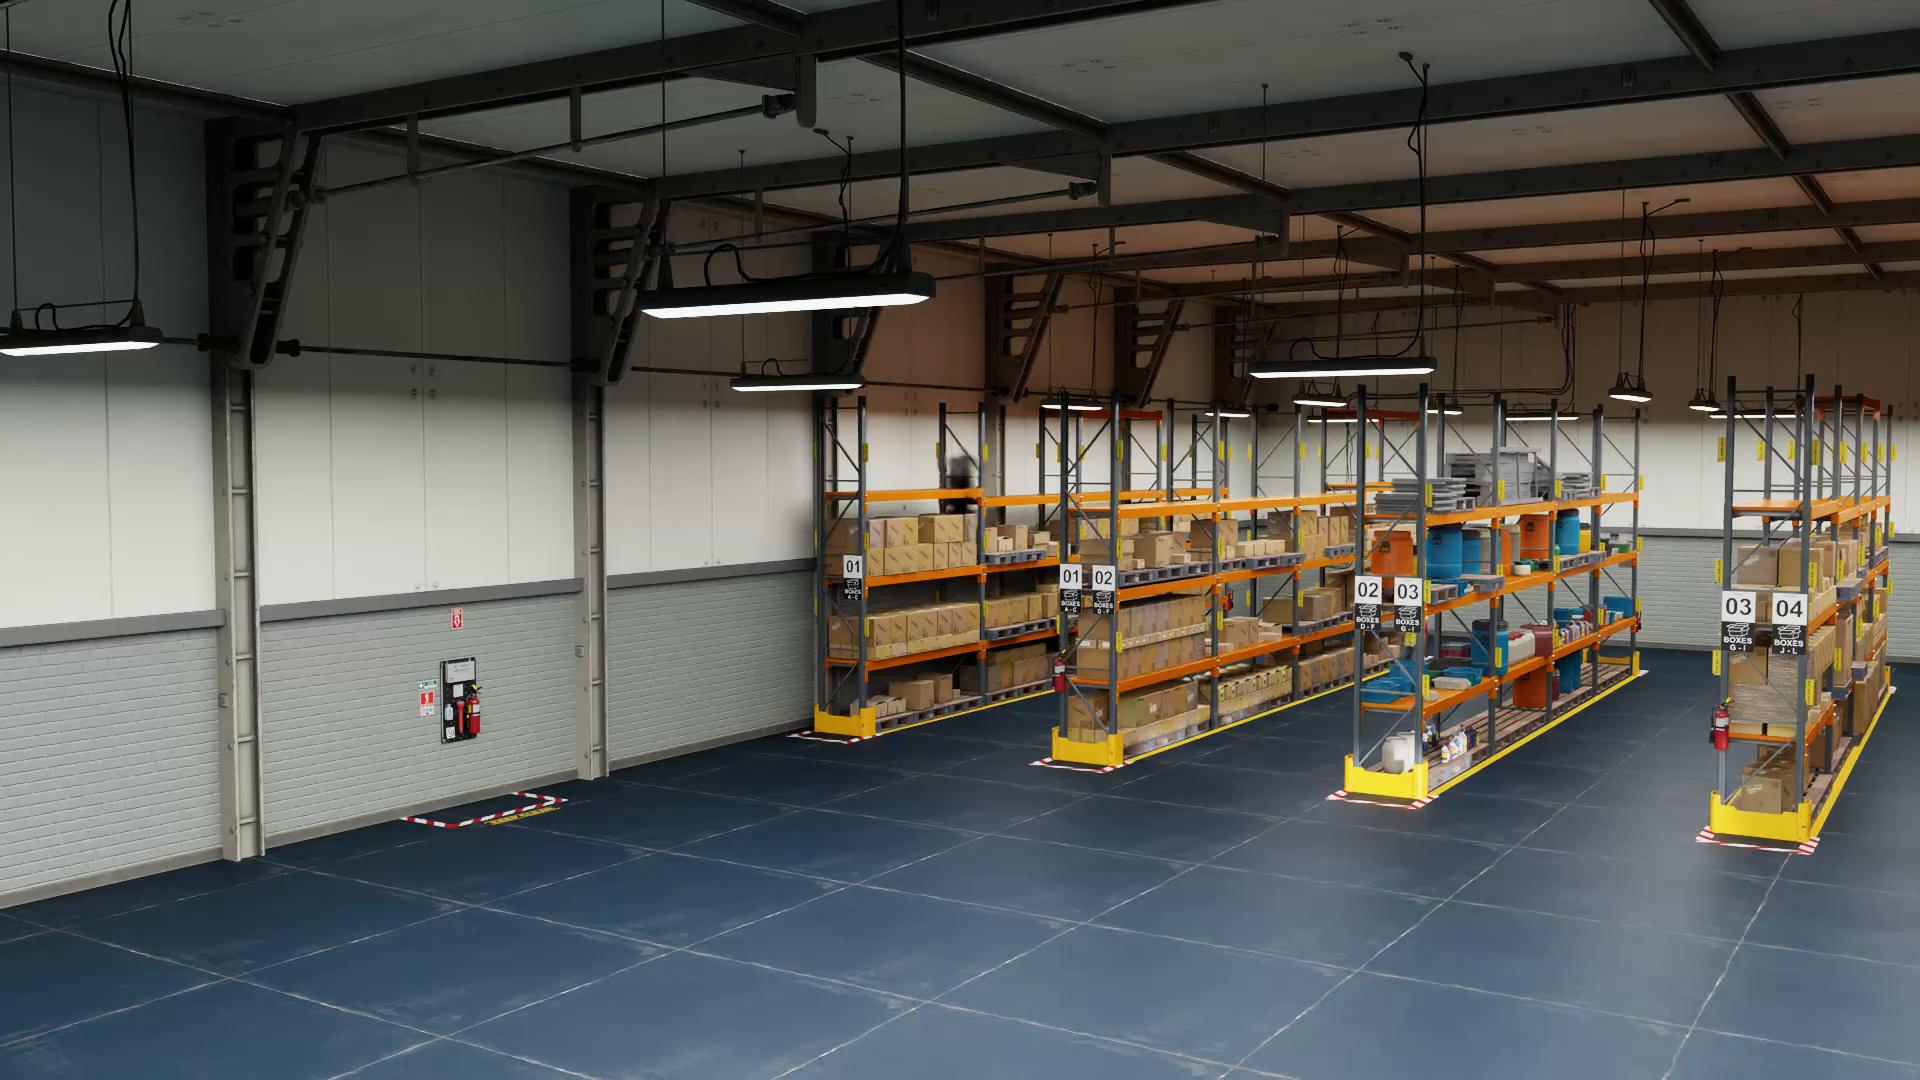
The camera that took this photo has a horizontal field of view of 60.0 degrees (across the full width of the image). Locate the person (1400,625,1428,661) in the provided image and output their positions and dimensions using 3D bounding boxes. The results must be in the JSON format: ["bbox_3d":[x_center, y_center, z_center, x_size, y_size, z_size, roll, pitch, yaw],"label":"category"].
[{"bbox_3d":[9.698,2.272,35.587,0.644,1.709,0.751,-3,4,-44],"label":"person"}]
